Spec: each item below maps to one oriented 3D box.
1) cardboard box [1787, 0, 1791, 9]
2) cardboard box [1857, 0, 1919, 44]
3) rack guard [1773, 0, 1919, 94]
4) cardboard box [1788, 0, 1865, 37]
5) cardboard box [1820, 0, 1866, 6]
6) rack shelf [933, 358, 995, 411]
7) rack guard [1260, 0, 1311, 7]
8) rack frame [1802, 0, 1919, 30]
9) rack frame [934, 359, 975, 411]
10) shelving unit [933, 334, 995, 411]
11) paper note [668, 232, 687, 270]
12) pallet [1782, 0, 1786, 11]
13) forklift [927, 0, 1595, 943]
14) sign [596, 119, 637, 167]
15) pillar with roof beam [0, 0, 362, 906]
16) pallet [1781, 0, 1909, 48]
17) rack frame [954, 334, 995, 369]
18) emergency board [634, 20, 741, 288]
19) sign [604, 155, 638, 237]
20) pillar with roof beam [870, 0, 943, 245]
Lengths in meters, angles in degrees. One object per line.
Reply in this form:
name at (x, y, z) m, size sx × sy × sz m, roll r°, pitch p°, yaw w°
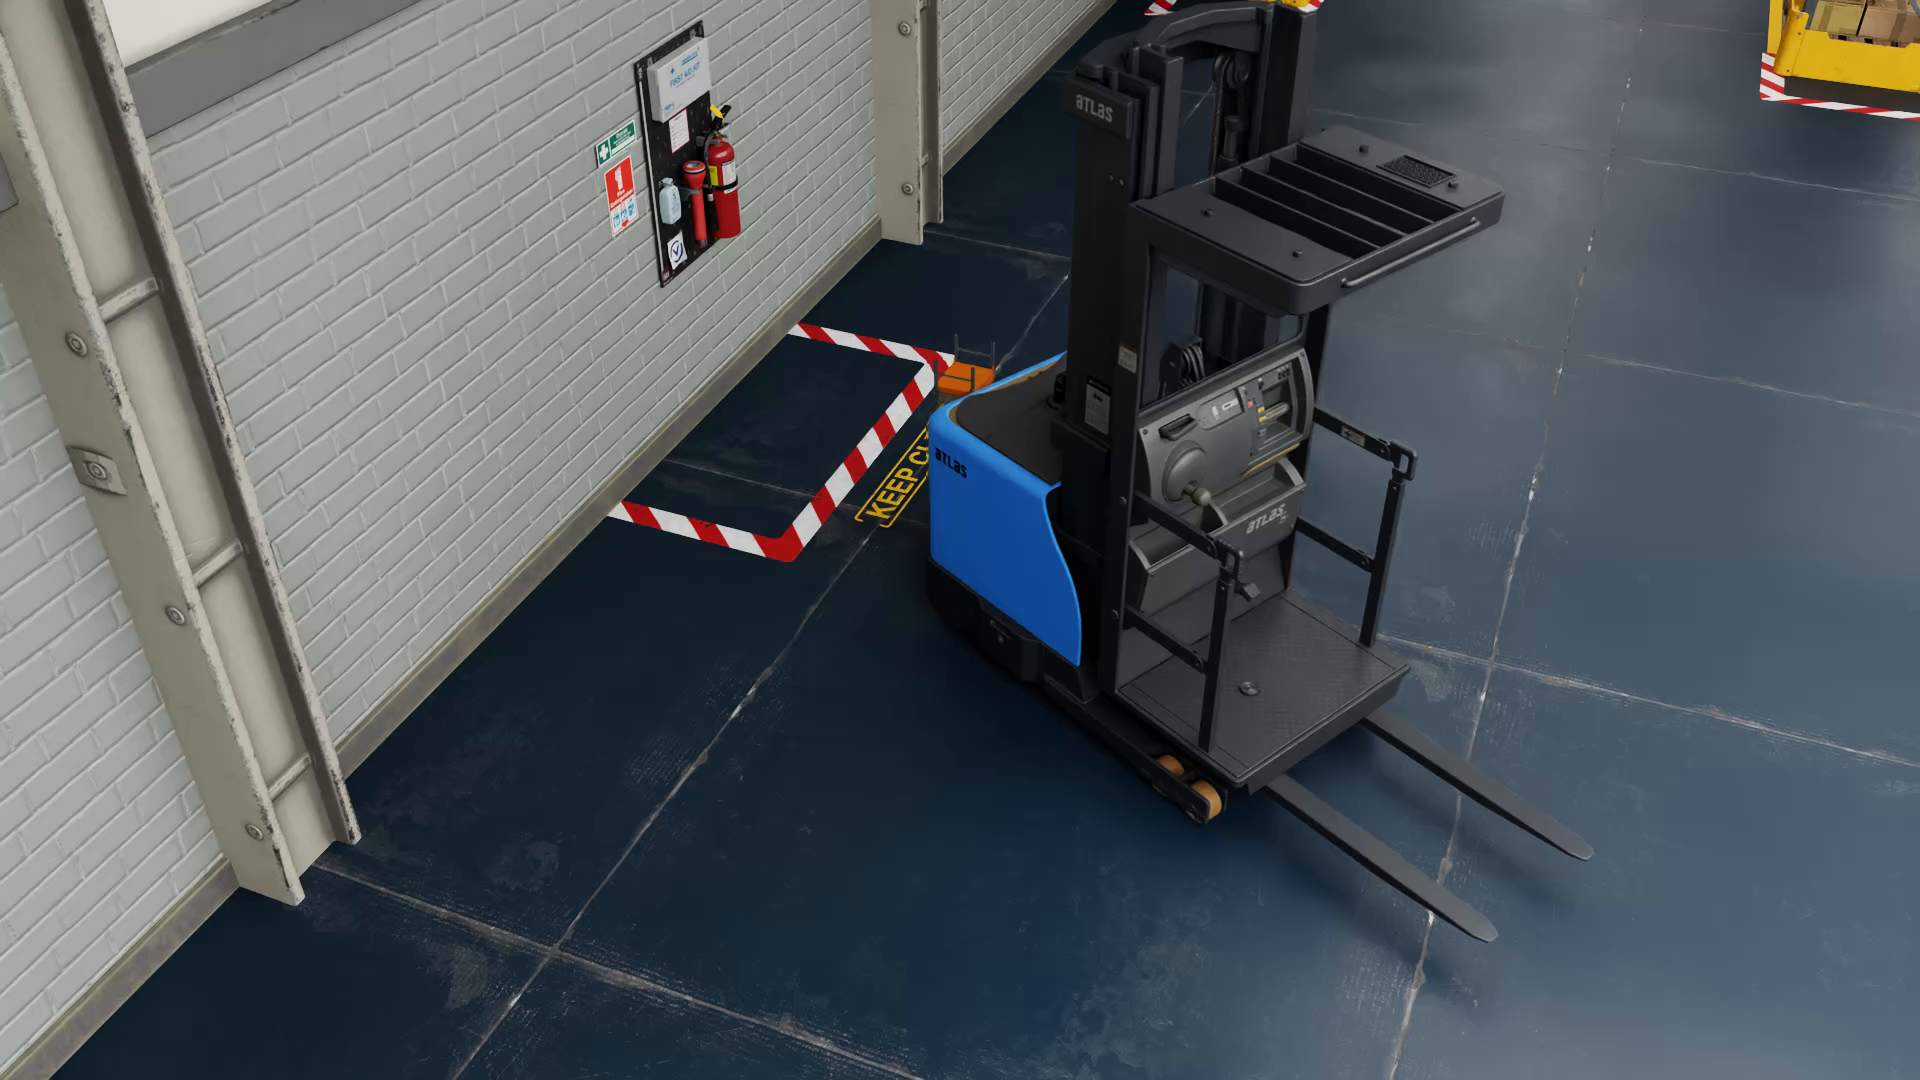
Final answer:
cardboard box at (7.181, -4.586, 13.826) m, size 0.500 × 0.250 × 0.500 m, roll 14°, pitch 39°, yaw 18°
cardboard box at (7.481, -4.188, 13.294) m, size 0.500 × 0.250 × 0.500 m, roll 14°, pitch 39°, yaw 18°
rack guard at (7.062, -3.860, 12.997) m, size 1.175 × 0.500 × 0.348 m, roll 14°, pitch 39°, yaw 18°
cardboard box at (7.002, -4.306, 13.451) m, size 0.500 × 0.250 × 0.500 m, roll 14°, pitch 39°, yaw 18°
cardboard box at (7.000, -4.607, 13.228) m, size 0.500 × 0.500 × 0.500 m, roll 14°, pitch 39°, yaw 18°
rack shelf at (0.020, -0.669, 7.812) m, size 0.215 × 0.259 × 0.240 m, roll 14°, pitch 39°, yaw 18°
rack guard at (2.518, -5.042, 14.578) m, size 1.175 × 0.500 × 0.348 m, roll 14°, pitch 39°, yaw 18°
rack frame at (7.071, -4.875, 12.267) m, size 1.000 × 3.000 × 0.127 m, roll 14°, pitch 39°, yaw 18°
rack frame at (-0.026, -0.383, 7.885) m, size 0.200 × 1.050 × 0.008 m, roll 14°, pitch 39°, yaw 18°
shelving unit at (0.020, -0.450, 7.975) m, size 0.215 × 1.050 × 0.252 m, roll 14°, pitch 39°, yaw 18°
paper note at (-1.435, -1.469, 8.446) m, size 0.016 × 0.148 × 0.142 m, roll 14°, pitch 39°, yaw 18°
pallet at (7.789, -4.864, 14.581) m, size 1.003 × 0.211 × 1.213 m, roll 14°, pitch 39°, yaw 18°
forklift at (1.177, -0.378, 6.307) m, size 1.130 × 2.935 × 3.031 m, roll -27°, pitch 44°, yaw -31°
sign at (-1.599, -1.849, 7.746) m, size 0.001 × 0.109 × 0.331 m, roll 14°, pitch 39°, yaw 18°
pillar with roof beam at (1.370, -1.364, 2.559) m, size 9.100 × 9.000 × 0.400 m, roll 14°, pitch 39°, yaw 18°
pallet at (7.324, -4.191, 13.681) m, size 1.003 × 0.211 × 1.213 m, roll 14°, pitch 39°, yaw 18°
rack frame at (0.067, -0.518, 8.066) m, size 0.200 × 1.050 × 0.008 m, roll 14°, pitch 39°, yaw 18°
emergency board at (-1.303, -1.904, 8.293) m, size 0.194 × 1.169 × 0.643 m, roll 14°, pitch 39°, yaw 18°
sign at (-1.609, -1.636, 7.904) m, size 0.001 × 0.329 × 0.234 m, roll 14°, pitch 39°, yaw 18°
pillar with roof beam at (3.653, -4.686, 7.003) m, size 9.100 × 9.000 × 0.400 m, roll 14°, pitch 39°, yaw 18°
